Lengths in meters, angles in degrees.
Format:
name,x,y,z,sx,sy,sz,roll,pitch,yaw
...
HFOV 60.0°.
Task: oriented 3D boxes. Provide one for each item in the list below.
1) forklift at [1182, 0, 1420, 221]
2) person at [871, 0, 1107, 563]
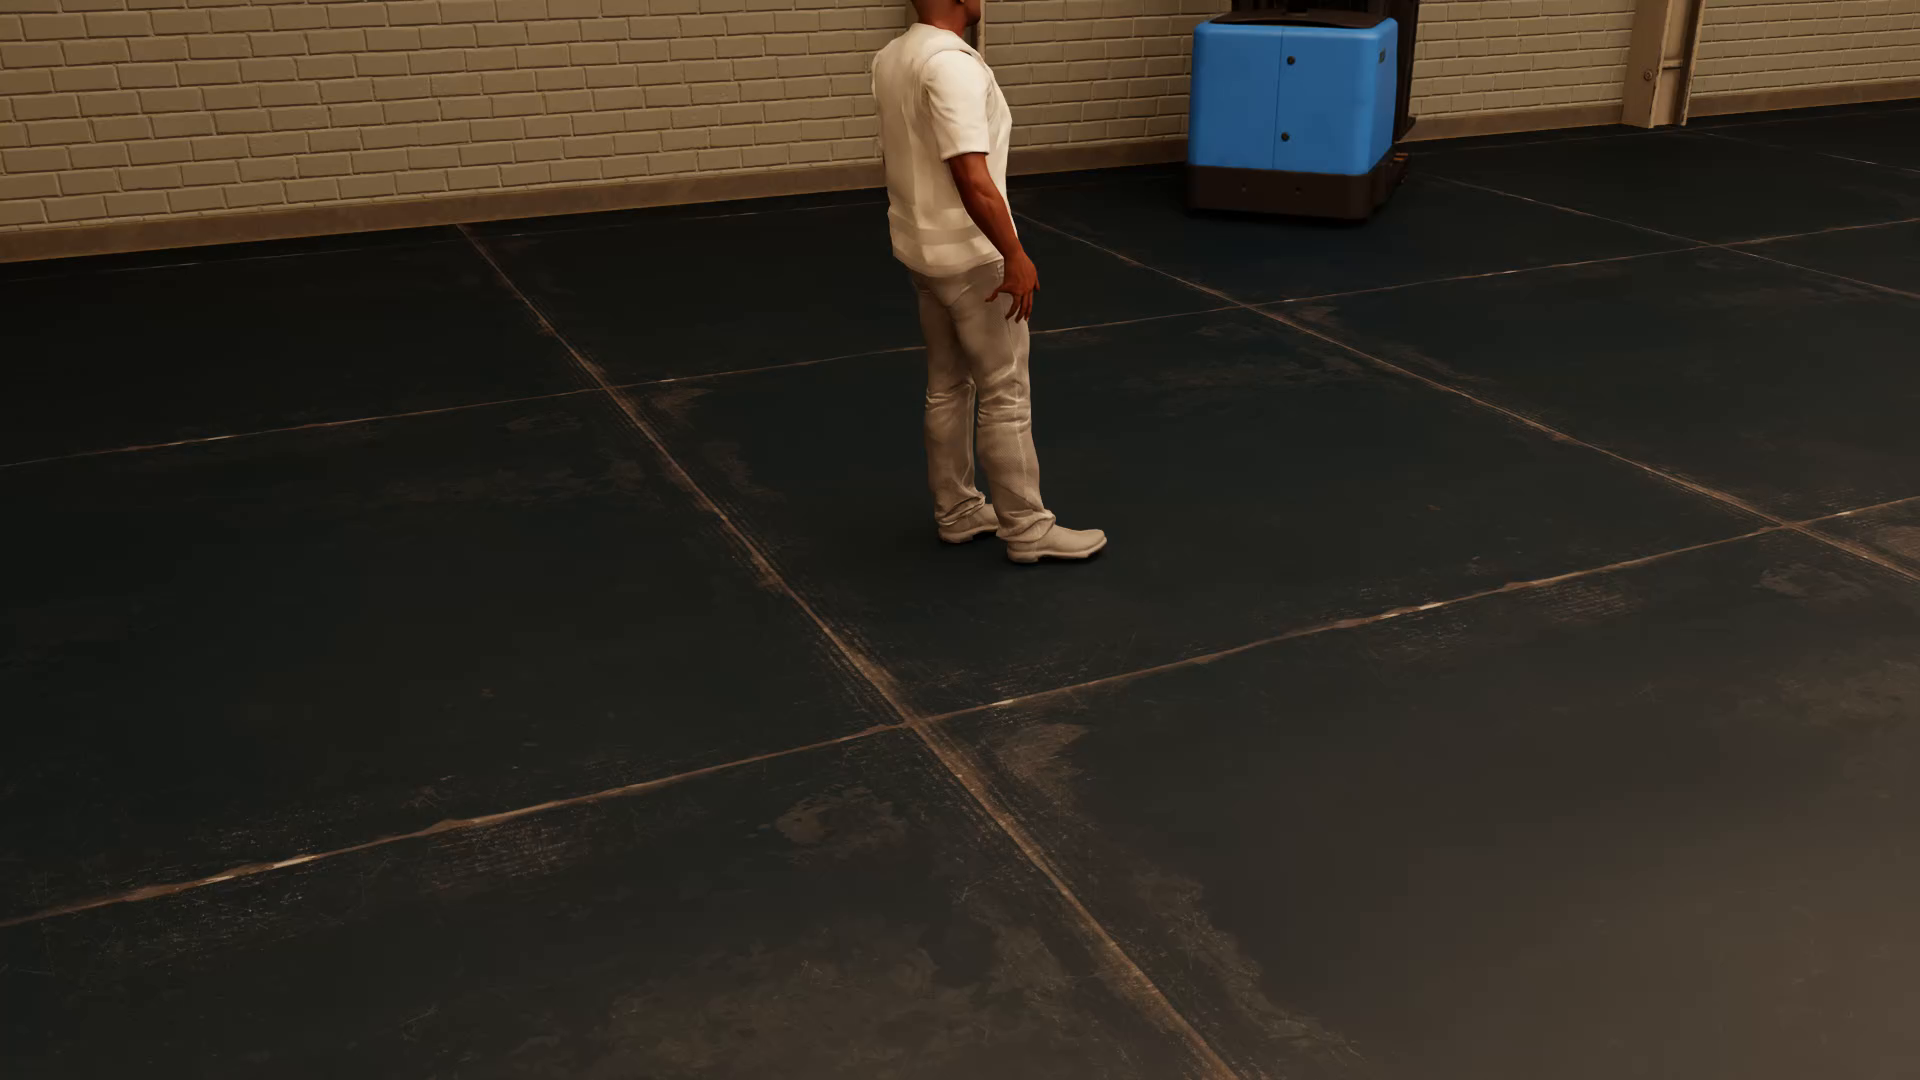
name,x,y,z,sx,sy,sz,roll,pitch,yaw
forklift,2.274,-3.661,10.098,1.130,2.935,3.031,8,24,19
person,0.066,-0.832,4.788,0.575,1.768,0.665,-10,25,-23
